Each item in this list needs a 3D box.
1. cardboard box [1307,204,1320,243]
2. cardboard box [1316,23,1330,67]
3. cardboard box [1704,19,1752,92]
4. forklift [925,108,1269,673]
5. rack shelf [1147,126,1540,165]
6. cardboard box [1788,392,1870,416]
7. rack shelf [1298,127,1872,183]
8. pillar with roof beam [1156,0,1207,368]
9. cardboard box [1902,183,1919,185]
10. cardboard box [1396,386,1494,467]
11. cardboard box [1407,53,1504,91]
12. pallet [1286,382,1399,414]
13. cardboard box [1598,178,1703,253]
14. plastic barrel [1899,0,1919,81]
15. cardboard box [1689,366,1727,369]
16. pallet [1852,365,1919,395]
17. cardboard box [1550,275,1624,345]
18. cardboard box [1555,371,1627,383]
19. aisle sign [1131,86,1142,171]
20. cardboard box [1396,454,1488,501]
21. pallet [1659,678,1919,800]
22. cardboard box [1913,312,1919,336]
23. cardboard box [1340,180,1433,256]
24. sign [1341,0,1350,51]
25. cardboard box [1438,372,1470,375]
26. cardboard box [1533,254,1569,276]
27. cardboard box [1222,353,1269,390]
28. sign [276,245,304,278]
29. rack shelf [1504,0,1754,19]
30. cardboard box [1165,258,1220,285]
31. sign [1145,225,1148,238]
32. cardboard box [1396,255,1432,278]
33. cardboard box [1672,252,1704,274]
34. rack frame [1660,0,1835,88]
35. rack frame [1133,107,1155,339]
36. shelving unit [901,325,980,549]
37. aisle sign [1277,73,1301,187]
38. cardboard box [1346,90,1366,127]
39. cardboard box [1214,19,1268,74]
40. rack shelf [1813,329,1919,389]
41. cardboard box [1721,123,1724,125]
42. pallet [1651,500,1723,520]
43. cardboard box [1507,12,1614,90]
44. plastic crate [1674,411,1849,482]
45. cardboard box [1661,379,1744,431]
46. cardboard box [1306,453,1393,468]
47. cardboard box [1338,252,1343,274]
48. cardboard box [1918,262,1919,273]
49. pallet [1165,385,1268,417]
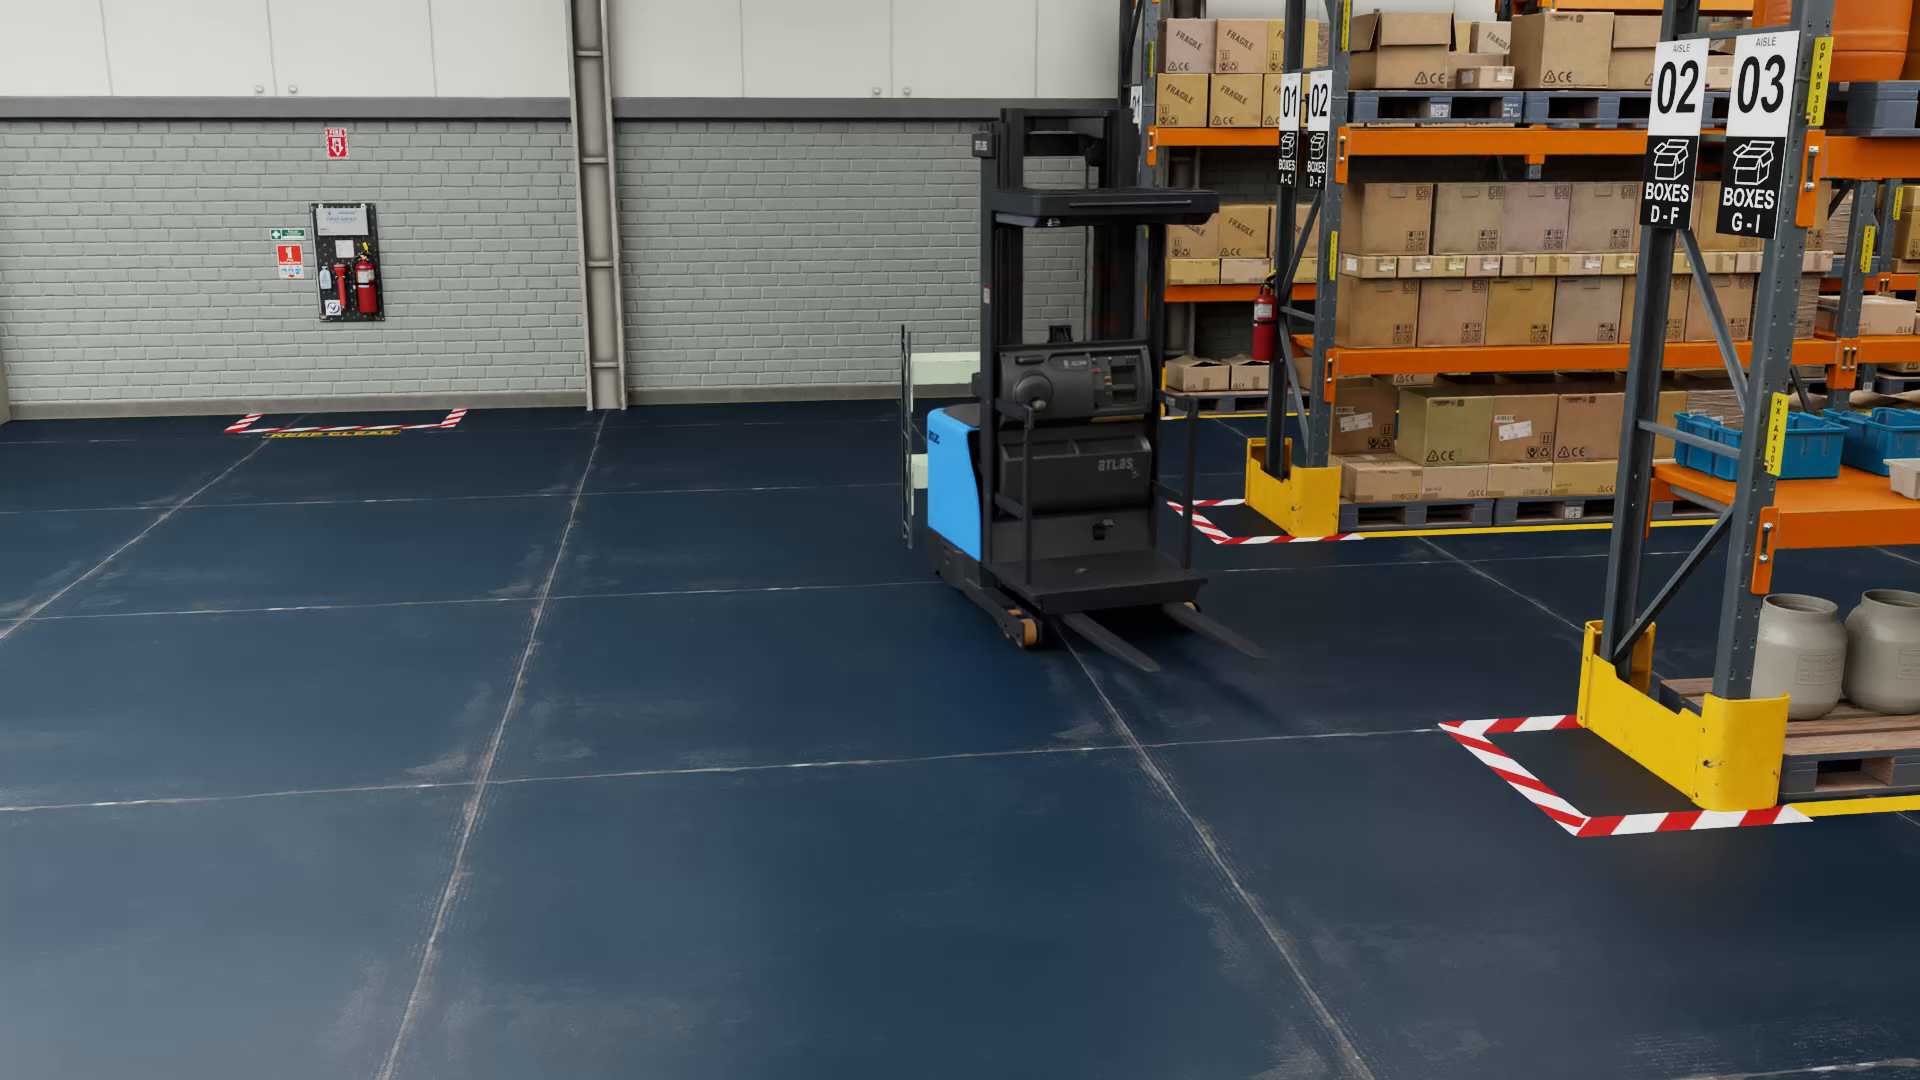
[{"bbox_3d":[3.758,-3.108,16.674,0.500,0.500,0.500,-2,14,-7],"label":"cardboard box"},{"bbox_3d":[3.645,-4.936,16.769,0.500,0.500,0.500,-2,14,-8],"label":"cardboard box"},{"bbox_3d":[5.890,-3.582,12.314,0.500,0.500,0.500,-1,14,-4],"label":"cardboard box"},{"bbox_3d":[0.746,-0.930,9.404,1.130,2.935,3.031,-5,15,-19],"label":"forklift"},{"bbox_3d":[3.708,-3.986,16.764,4.000,0.370,1.077,-2,14,-8],"label":"rack shelf"},{"bbox_3d":[6.785,-0.987,13.128,0.500,0.311,0.500,-2,14,-8],"label":"cardboard box"},{"bbox_3d":[4.450,-2.795,12.013,4.000,0.370,1.077,-2,14,-8],"label":"rack shelf"},{"bbox_3d":[2.935,-4.916,12.824,0.400,9.000,9.100,-2,14,-8],"label":"pillar with roof beam"},{"bbox_3d":[10.563,-3.761,18.152,0.500,0.250,0.500,-3,14,-10],"label":"cardboard box"},{"bbox_3d":[3.529,-0.835,12.132,0.500,0.500,0.500,-2,14,-8],"label":"cardboard box"},{"bbox_3d":[3.571,-3.376,12.006,0.500,0.250,0.500,-2,14,-8],"label":"cardboard box"},{"bbox_3d":[3.818,-1.523,17.359,1.213,0.211,1.003,-2,14,-8],"label":"pallet"},{"bbox_3d":[4.995,-2.385,12.193,0.500,0.500,0.700,-2,14,-8],"label":"cardboard box"},{"bbox_3d":[4.314,-2.247,7.098,0.600,0.588,0.600,0,14,0],"label":"plastic barrel"},{"bbox_3d":[7.923,-2.045,17.943,0.500,0.500,0.700,-2,14,-9],"label":"cardboard box"},{"bbox_3d":[10.432,-1.756,18.289,1.213,0.211,1.003,-2,14,-8],"label":"pallet"},{"bbox_3d":[4.466,-1.736,12.271,0.500,0.500,0.700,-2,14,-7],"label":"cardboard box"},{"bbox_3d":[4.933,-1.017,12.860,0.500,0.500,0.500,-2,14,-8],"label":"cardboard box"},{"bbox_3d":[1.704,-3.994,16.138,0.004,0.787,0.394,-2,14,-8],"label":"aisle sign"},{"bbox_3d":[3.529,-0.471,12.225,0.500,0.250,0.500,-2,14,-8],"label":"cardboard box"},{"bbox_3d":[4.078,0.885,7.758,1.213,0.211,1.003,-2,14,-8],"label":"pallet"},{"bbox_3d":[7.334,-1.623,12.542,0.250,0.149,0.380,-2,14,-8],"label":"cardboard box"},{"bbox_3d":[2.988,-2.310,11.894,0.500,0.500,0.700,-2,14,-8],"label":"cardboard box"},{"bbox_3d":[2.549,-3.400,10.987,0.005,0.325,0.100,-2,14,-8],"label":"sign"},{"bbox_3d":[5.161,-1.765,17.515,0.250,0.166,0.380,-4,15,-16],"label":"cardboard box"},{"bbox_3d":[4.165,-1.989,11.949,0.250,0.149,0.380,-2,14,-9],"label":"cardboard box"},{"bbox_3d":[2.991,-1.741,17.122,0.500,0.311,0.500,-1,14,-4],"label":"cardboard box"},{"bbox_3d":[-6.651,-2.766,16.510,0.234,0.329,0.001,-2,14,-8],"label":"sign"},{"bbox_3d":[7.663,-5.392,17.026,4.000,0.370,1.077,-2,14,-8],"label":"rack shelf"},{"bbox_3d":[2.260,-2.686,16.534,0.500,0.250,0.500,-3,14,-10],"label":"cardboard box"},{"bbox_3d":[1.811,-3.097,16.126,0.005,0.325,0.100,-2,14,-8],"label":"sign"},{"bbox_3d":[3.153,-1.952,11.801,0.250,0.149,0.380,-2,14,-10],"label":"cardboard box"},{"bbox_3d":[5.184,-2.027,12.098,0.250,0.149,0.380,-2,14,-9],"label":"cardboard box"},{"bbox_3d":[3.206,-3.335,6.520,0.127,3.000,1.000,-2,14,-8],"label":"rack frame"},{"bbox_3d":[1.730,-2.808,16.752,0.127,3.000,1.000,-2,14,-8],"label":"rack frame"},{"bbox_3d":[-0.007,-0.727,11.538,0.755,1.500,0.431,-2,14,-8],"label":"shelving unit"},{"bbox_3d":[2.363,-2.946,11.957,0.004,0.787,0.394,-2,14,-8],"label":"aisle sign"},{"bbox_3d":[3.674,-4.328,16.401,0.500,0.500,0.500,-1,14,-5],"label":"cardboard box"},{"bbox_3d":[2.651,-4.768,16.098,0.500,0.500,0.500,-2,14,-9],"label":"cardboard box"},{"bbox_3d":[8.405,-1.485,12.956,4.000,0.370,1.077,-2,14,-8],"label":"rack shelf"},{"bbox_3d":[8.345,-4.588,17.430,0.637,0.503,0.797,0,14,0],"label":"cardboard box"},{"bbox_3d":[5.635,-0.390,12.844,1.213,0.211,1.003,-2,14,-8],"label":"pallet"},{"bbox_3d":[4.155,-3.386,11.534,0.500,0.500,0.500,-2,14,-8],"label":"cardboard box"},{"bbox_3d":[3.656,-0.443,7.627,0.616,0.251,0.499,-2,14,-8],"label":"plastic crate"},{"bbox_3d":[5.505,-0.911,12.434,0.500,0.500,0.500,-2,14,-8],"label":"cardboard box"},{"bbox_3d":[2.958,-0.577,12.646,0.500,0.250,0.500,-2,14,-8],"label":"cardboard box"},{"bbox_3d":[2.821,-2.039,12.148,0.250,0.149,0.380,-2,14,-9],"label":"cardboard box"},{"bbox_3d":[10.251,-2.949,17.790,0.250,0.149,0.380,-2,14,-8],"label":"cardboard box"},{"bbox_3d":[2.614,-1.479,17.186,1.213,0.211,1.003,-2,14,-8],"label":"pallet"}]
